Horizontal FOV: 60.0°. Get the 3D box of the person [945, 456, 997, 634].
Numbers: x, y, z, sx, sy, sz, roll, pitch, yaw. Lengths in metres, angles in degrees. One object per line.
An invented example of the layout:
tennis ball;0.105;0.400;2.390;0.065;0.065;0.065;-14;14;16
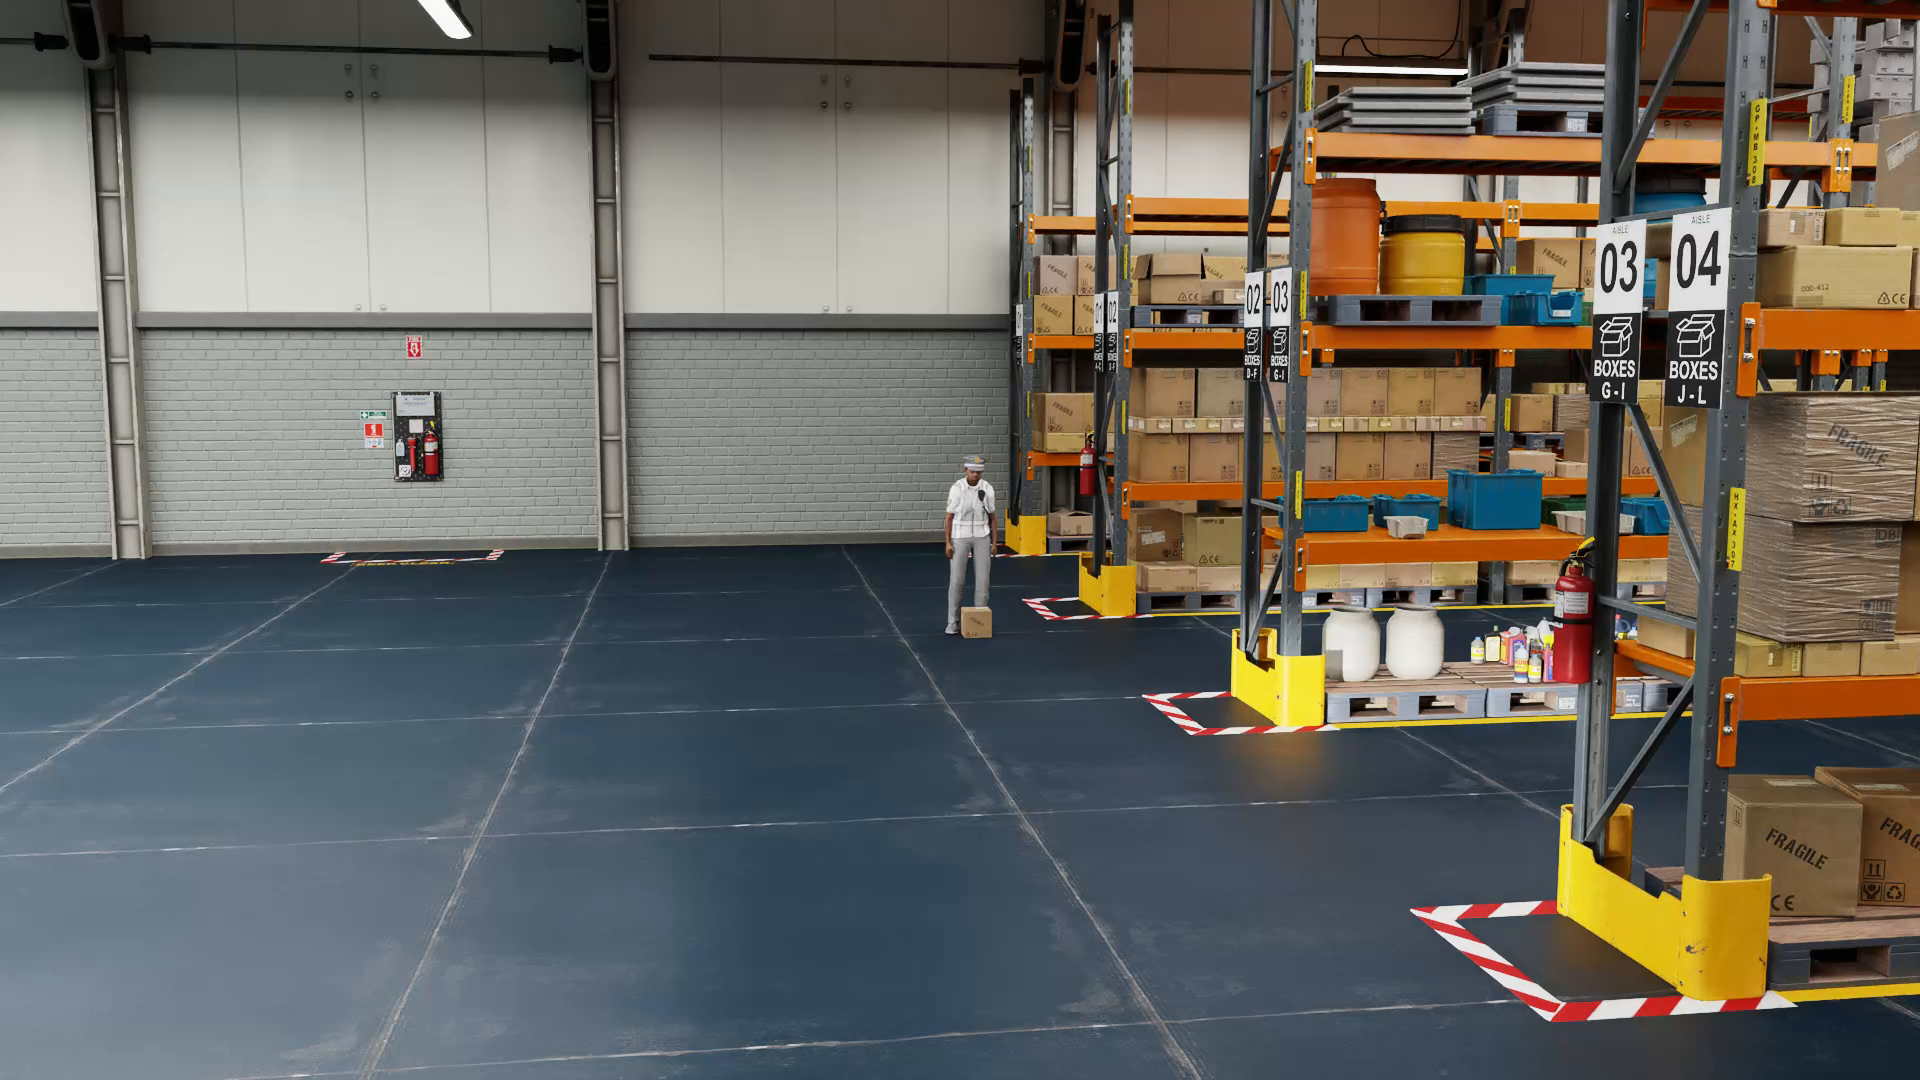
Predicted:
person;0.102;0.037;15.519;0.505;1.659;0.415;-1;7;-8
